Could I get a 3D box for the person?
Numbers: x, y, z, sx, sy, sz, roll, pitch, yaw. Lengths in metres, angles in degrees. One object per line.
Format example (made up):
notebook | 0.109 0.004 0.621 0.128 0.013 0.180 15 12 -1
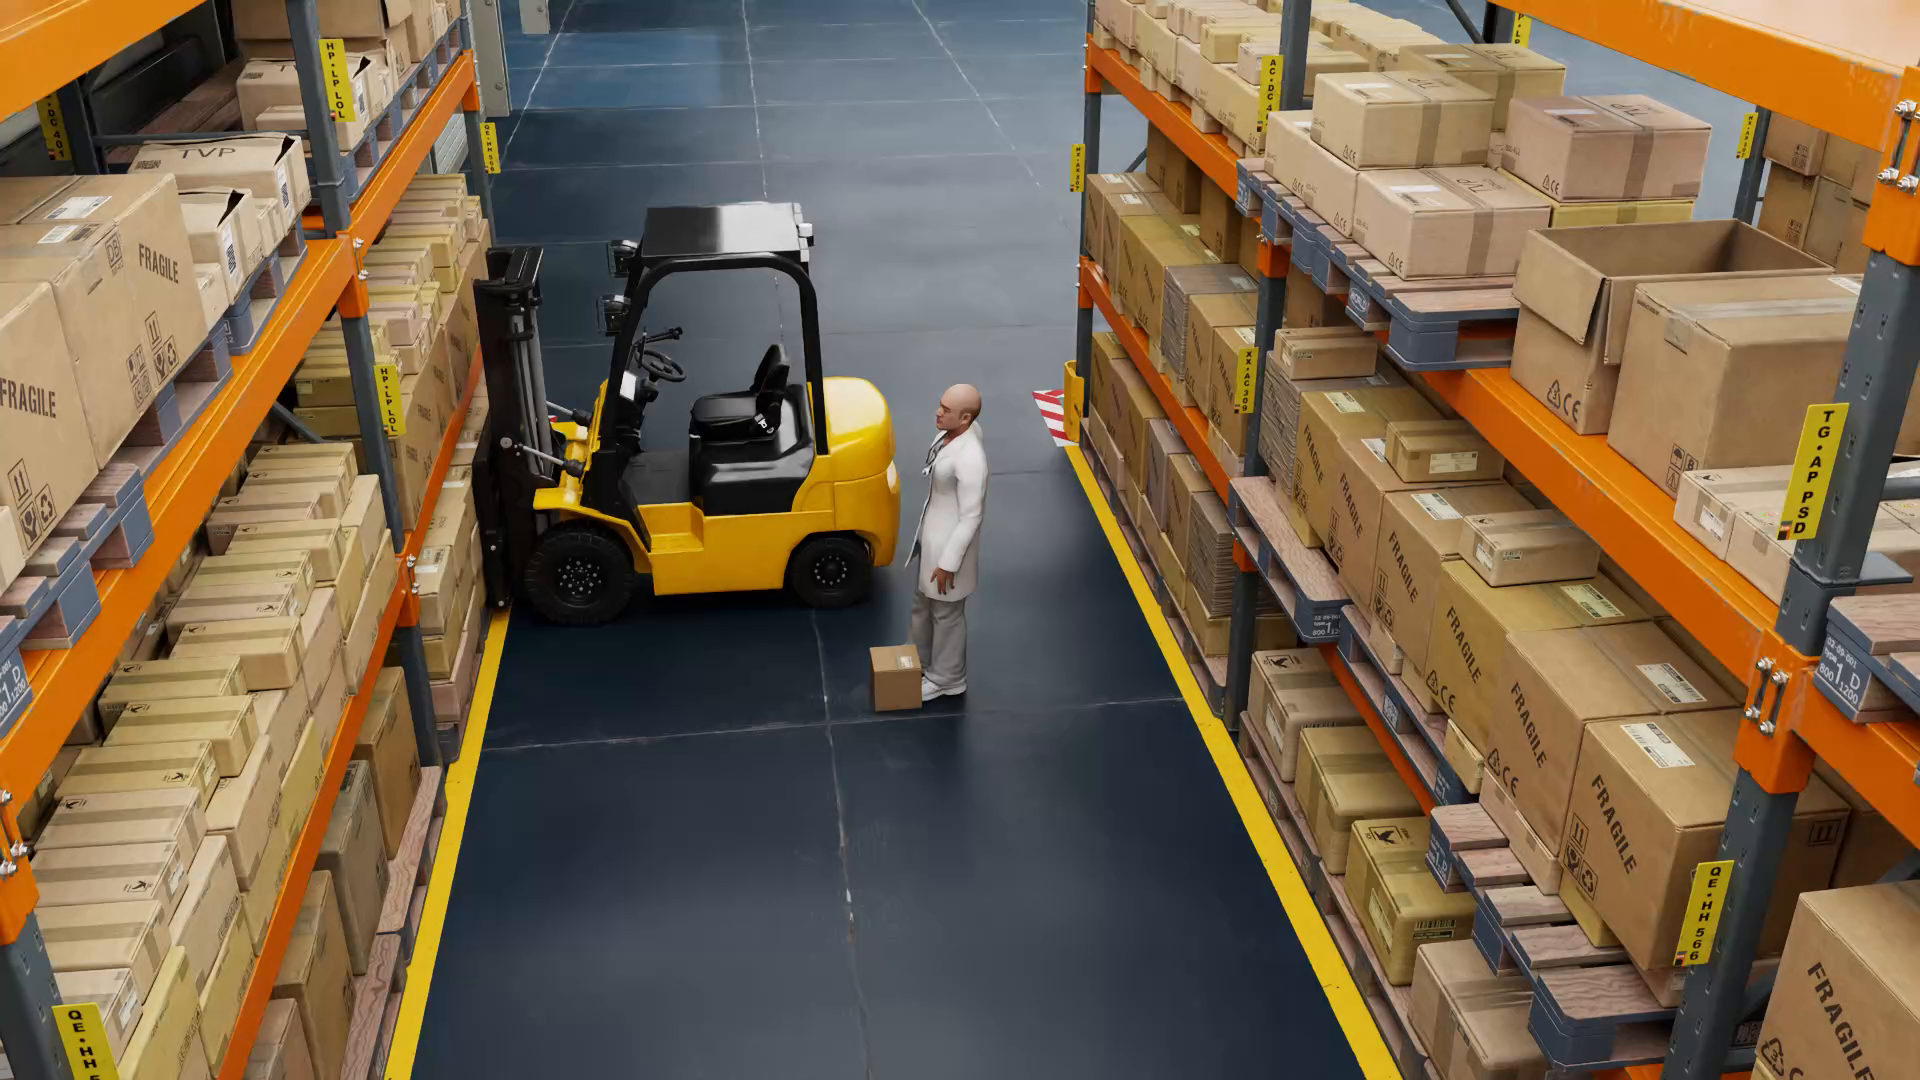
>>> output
person | -0.156 0.023 8.568 0.582 1.776 0.695 -4 27 -7
